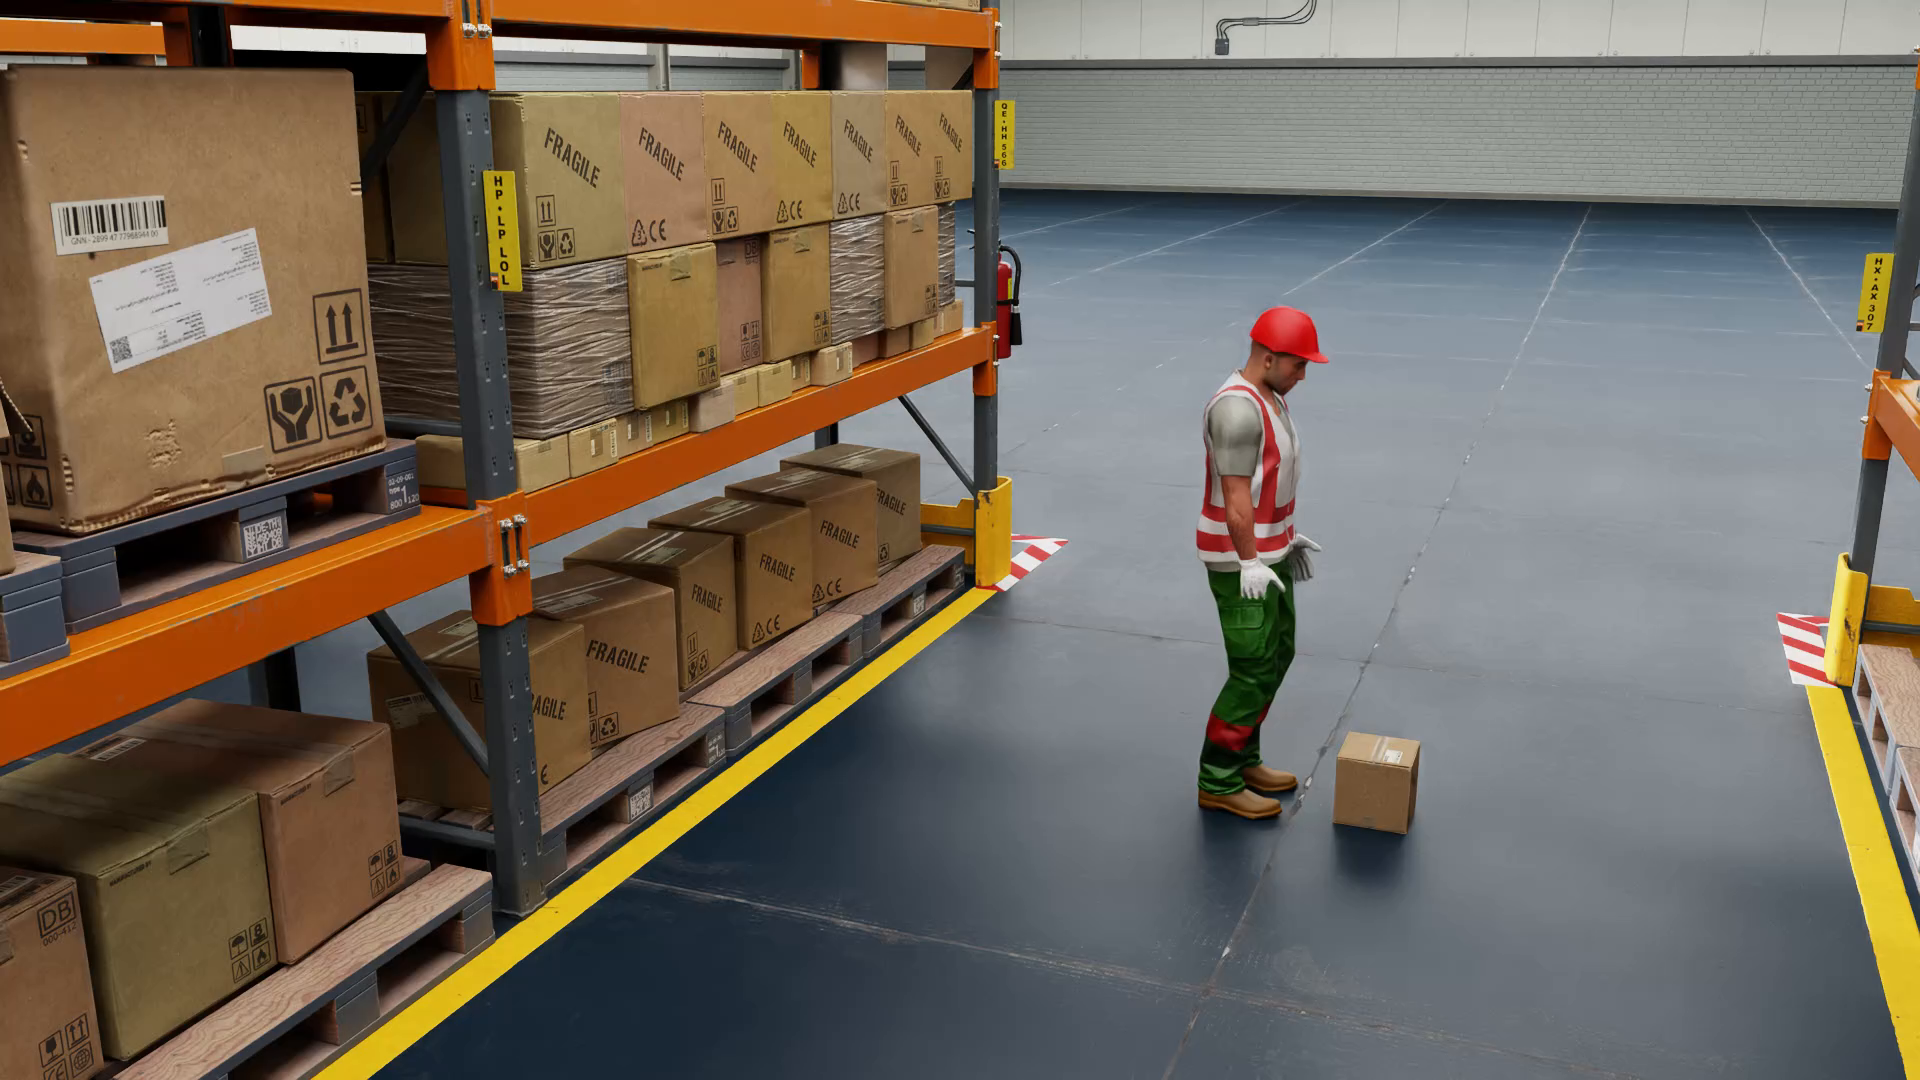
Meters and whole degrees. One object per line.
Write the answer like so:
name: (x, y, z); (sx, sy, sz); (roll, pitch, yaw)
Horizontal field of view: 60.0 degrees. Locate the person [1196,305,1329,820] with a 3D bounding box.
person: (1.038, 0.069, 5.778); (0.400, 1.765, 0.535); (6, 16, 22)
